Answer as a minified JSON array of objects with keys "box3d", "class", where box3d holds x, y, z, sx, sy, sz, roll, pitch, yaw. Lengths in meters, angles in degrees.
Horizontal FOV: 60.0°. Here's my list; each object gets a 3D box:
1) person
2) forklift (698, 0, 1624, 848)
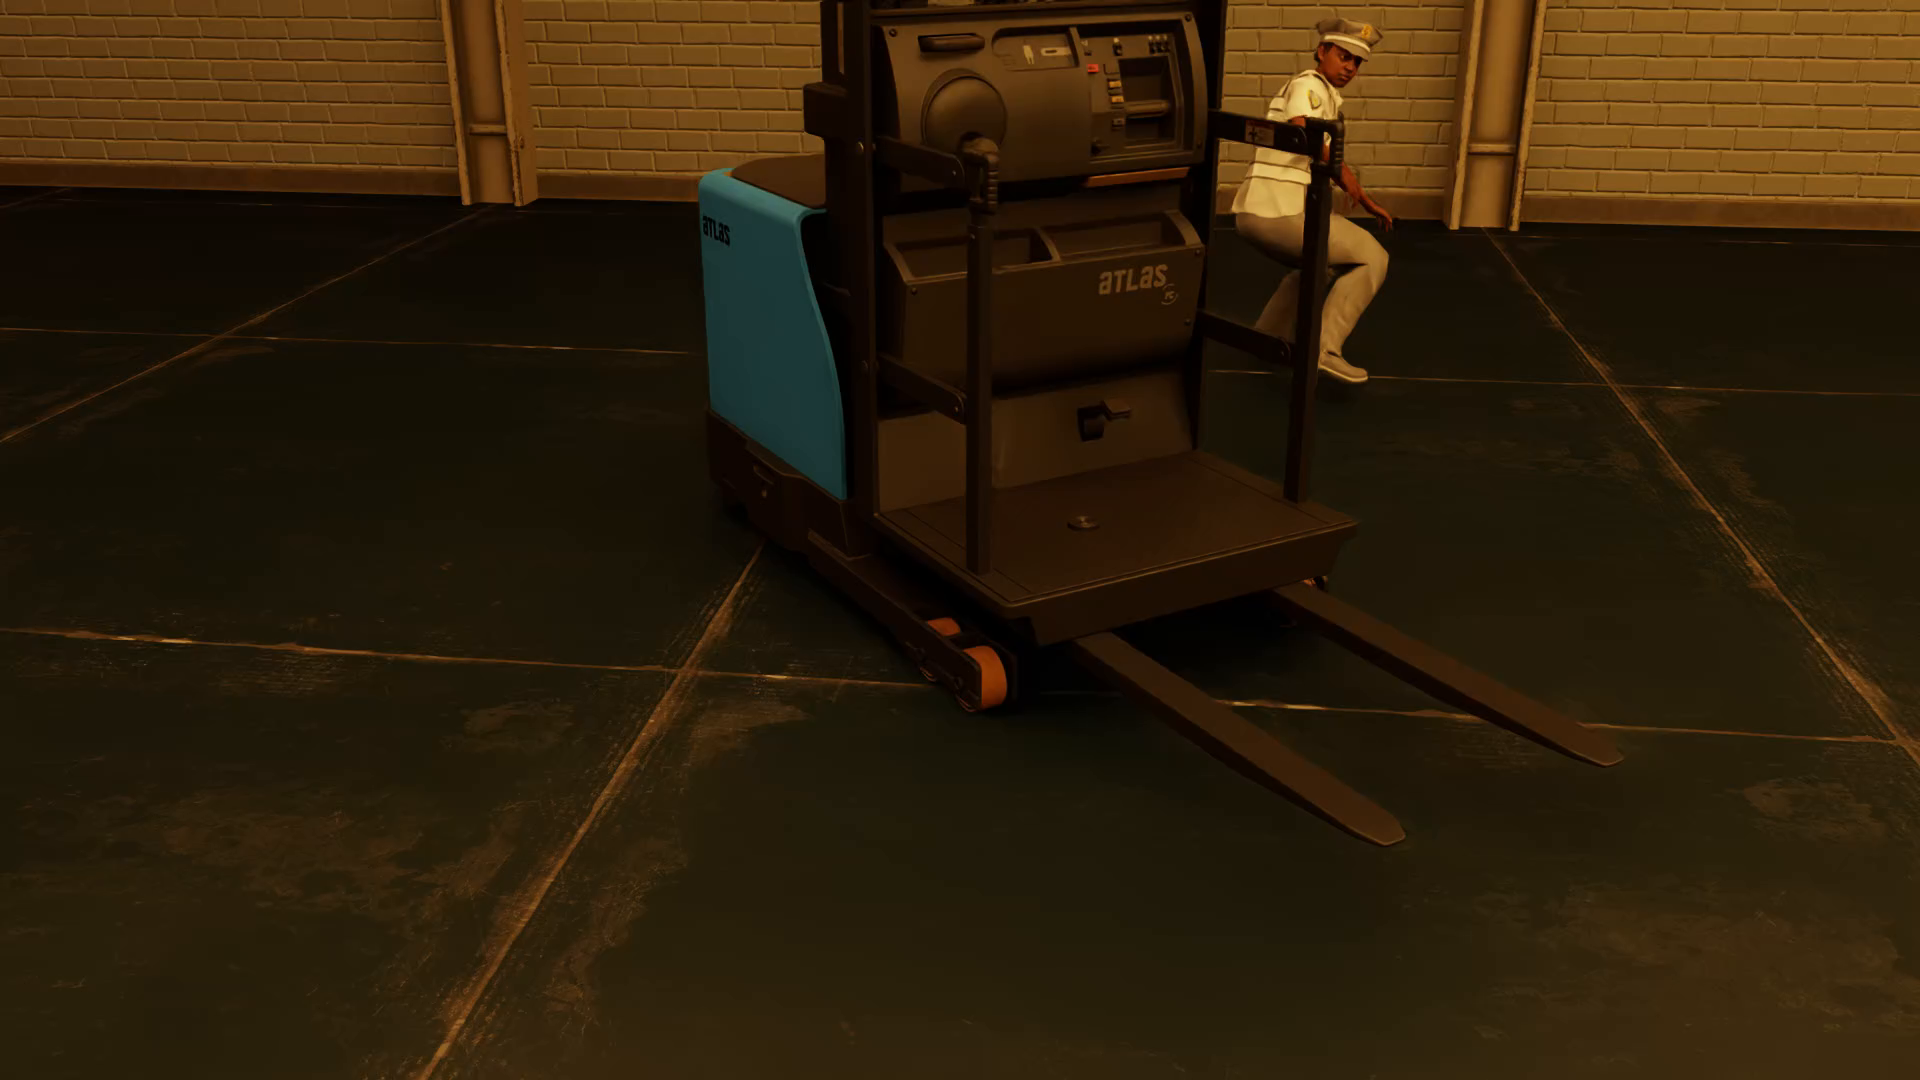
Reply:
[{"box3d":[1.442,-1.324,6.643,0.738,1.467,0.855,0,22,0],"class":"person"},{"box3d":[0.341,-1.127,4.053,1.130,2.935,3.031,-12,25,-27],"class":"forklift"}]
